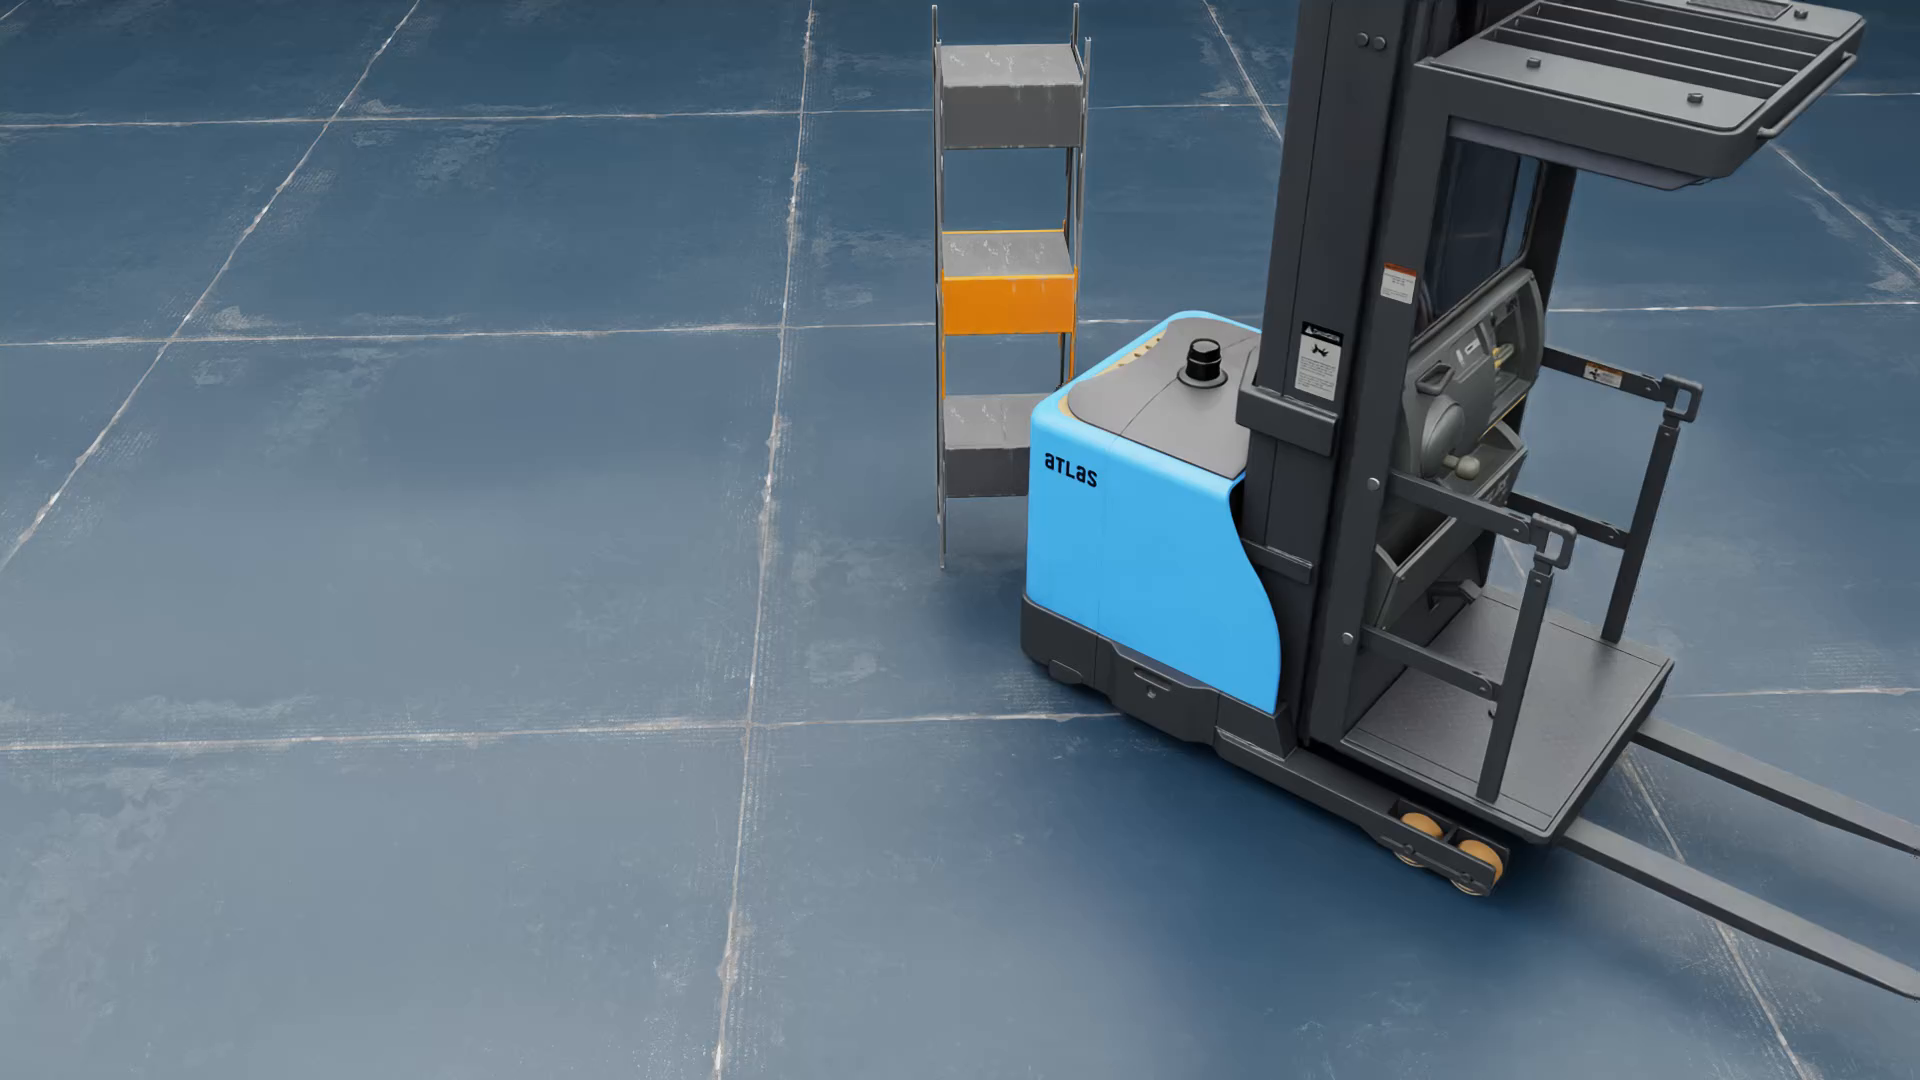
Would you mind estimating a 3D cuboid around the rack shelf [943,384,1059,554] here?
[{"bbox_3d":[0.165,-0.281,6.565,0.480,0.518,0.431,-2,35,-2],"label":"rack shelf"}]

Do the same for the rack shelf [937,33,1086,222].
[{"bbox_3d":[0.165,-1.432,5.768,0.480,0.518,0.431,-2,35,-2],"label":"rack shelf"}]

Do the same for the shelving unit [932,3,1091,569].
[{"bbox_3d":[0.165,-0.868,6.159,0.503,2.100,0.431,-2,35,-2],"label":"shelving unit"}]

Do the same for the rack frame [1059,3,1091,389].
[{"bbox_3d":[0.409,-0.874,6.168,0.015,2.100,0.400,-2,35,-2],"label":"rack frame"}]

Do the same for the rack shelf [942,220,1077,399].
[{"bbox_3d":[0.165,-0.857,6.167,0.480,0.518,0.431,-2,35,-2],"label":"rack shelf"}]

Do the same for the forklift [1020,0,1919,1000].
[{"bbox_3d":[1.686,-0.449,4.823,3.031,2.935,1.130,25,42,31],"label":"forklift"}]

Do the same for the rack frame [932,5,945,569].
[{"bbox_3d":[-0.078,-0.861,6.149,0.015,2.100,0.400,-2,35,-2],"label":"rack frame"}]
